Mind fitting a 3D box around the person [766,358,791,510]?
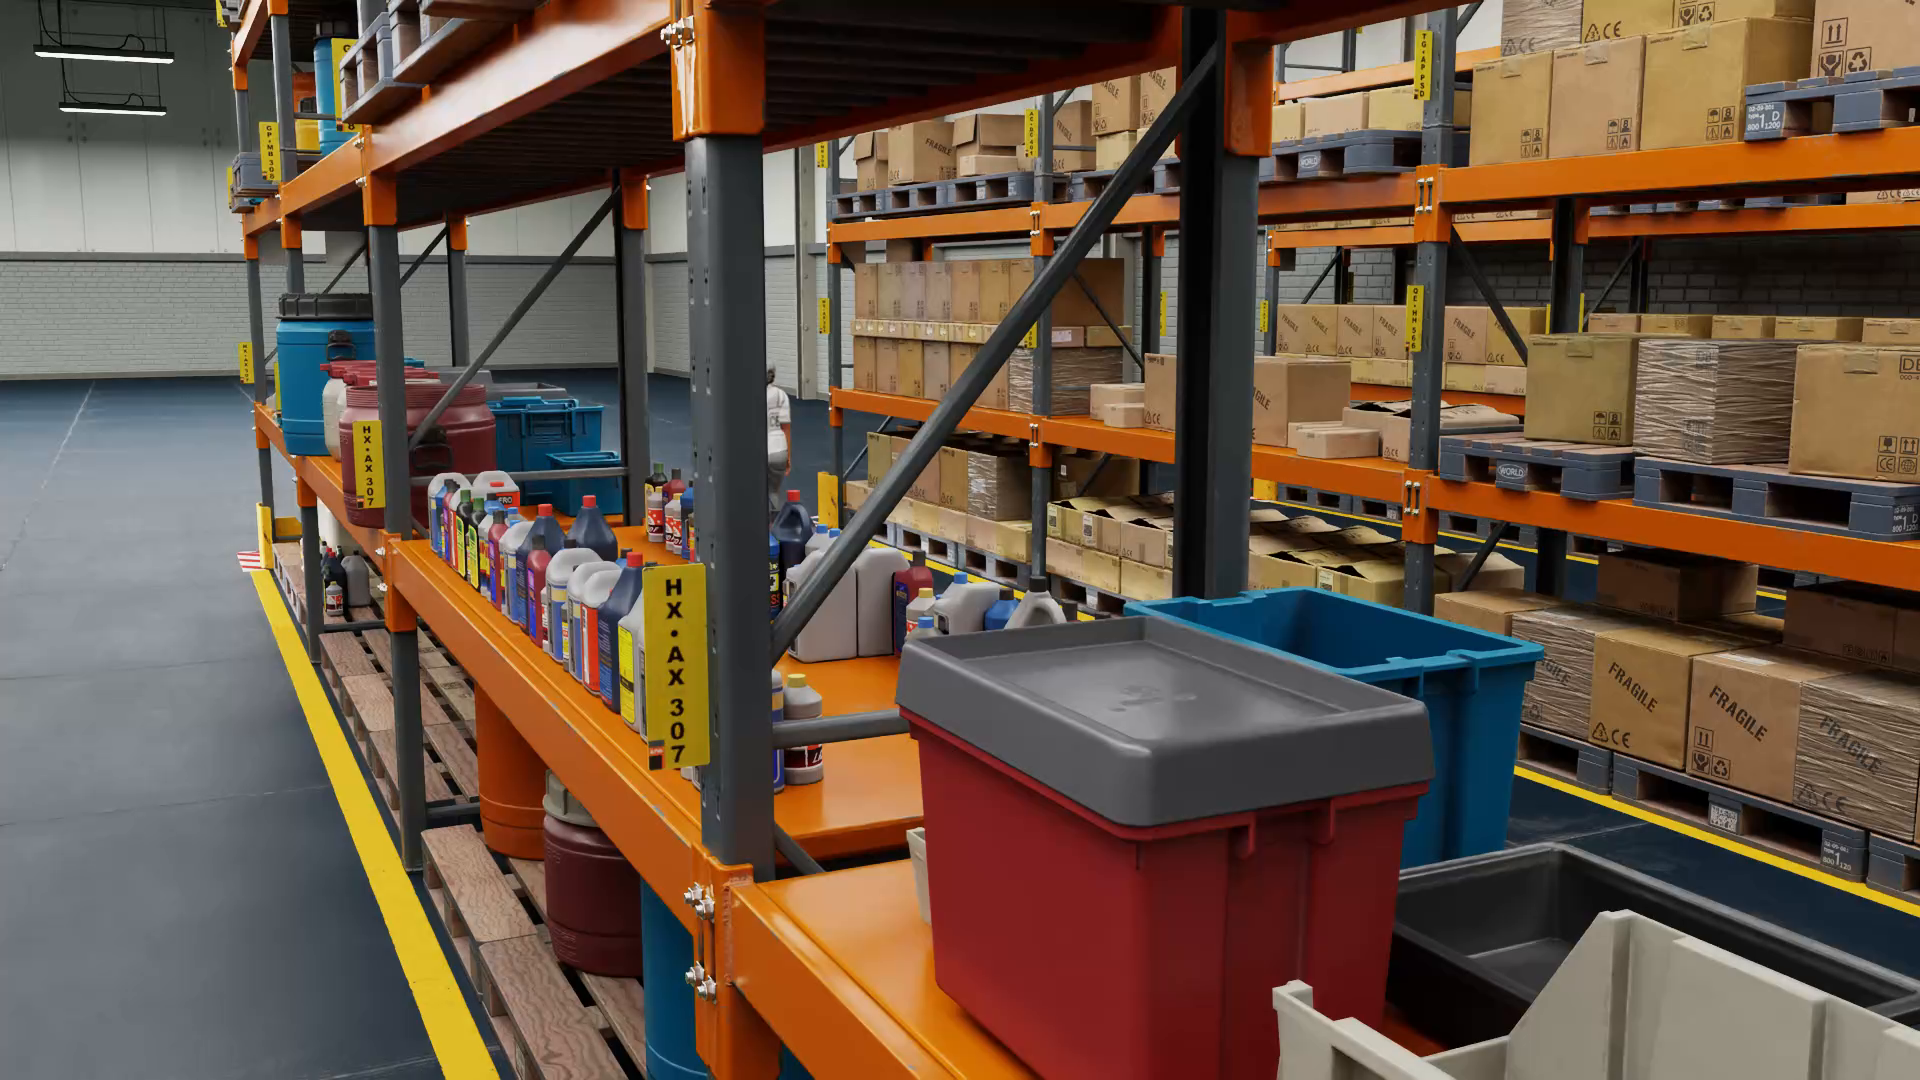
[{"bbox_3d":[-1.673,-0.722,14.057,0.481,1.631,0.821,-3,9,-20],"label":"person"}]
